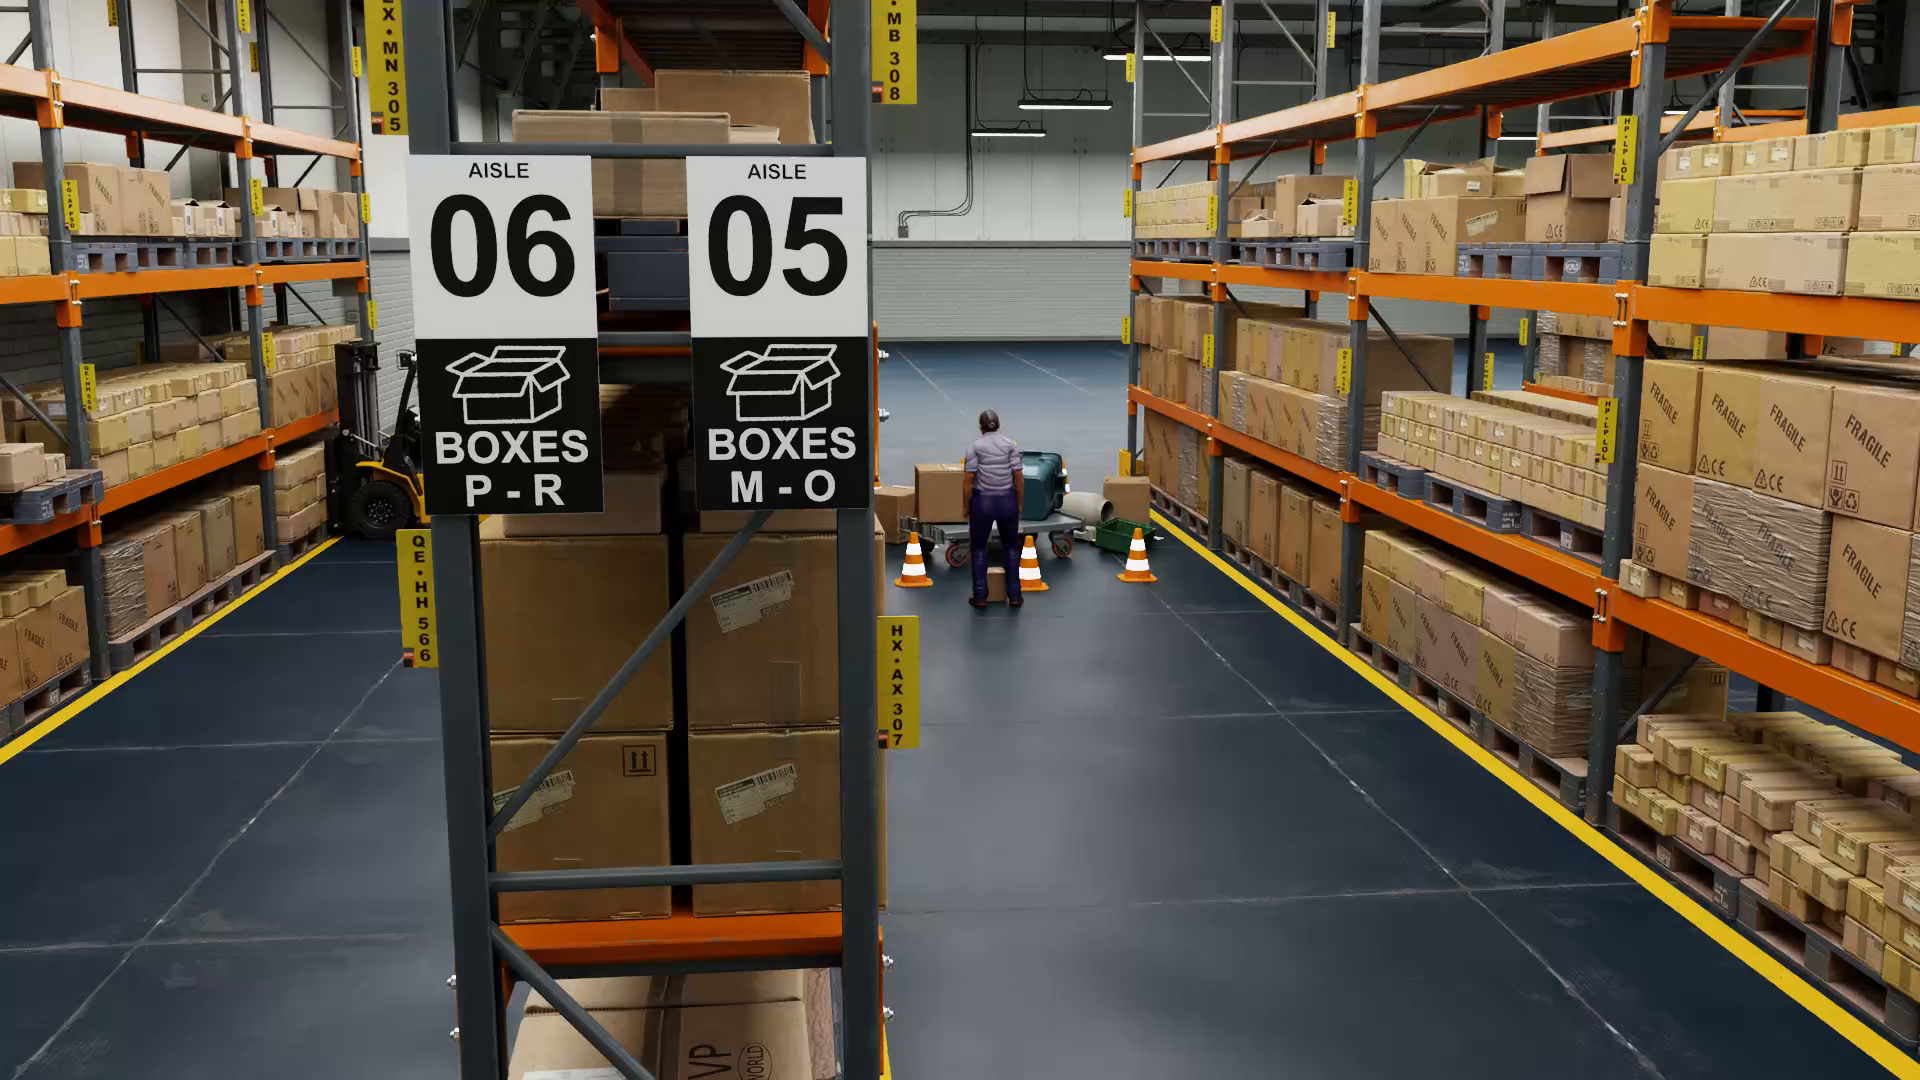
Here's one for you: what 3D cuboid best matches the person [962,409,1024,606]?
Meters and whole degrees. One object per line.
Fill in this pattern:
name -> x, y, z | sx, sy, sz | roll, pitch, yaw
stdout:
person -> 0.288, -0.265, 13.920 | 0.555, 1.650, 0.368 | -2, 10, -9
